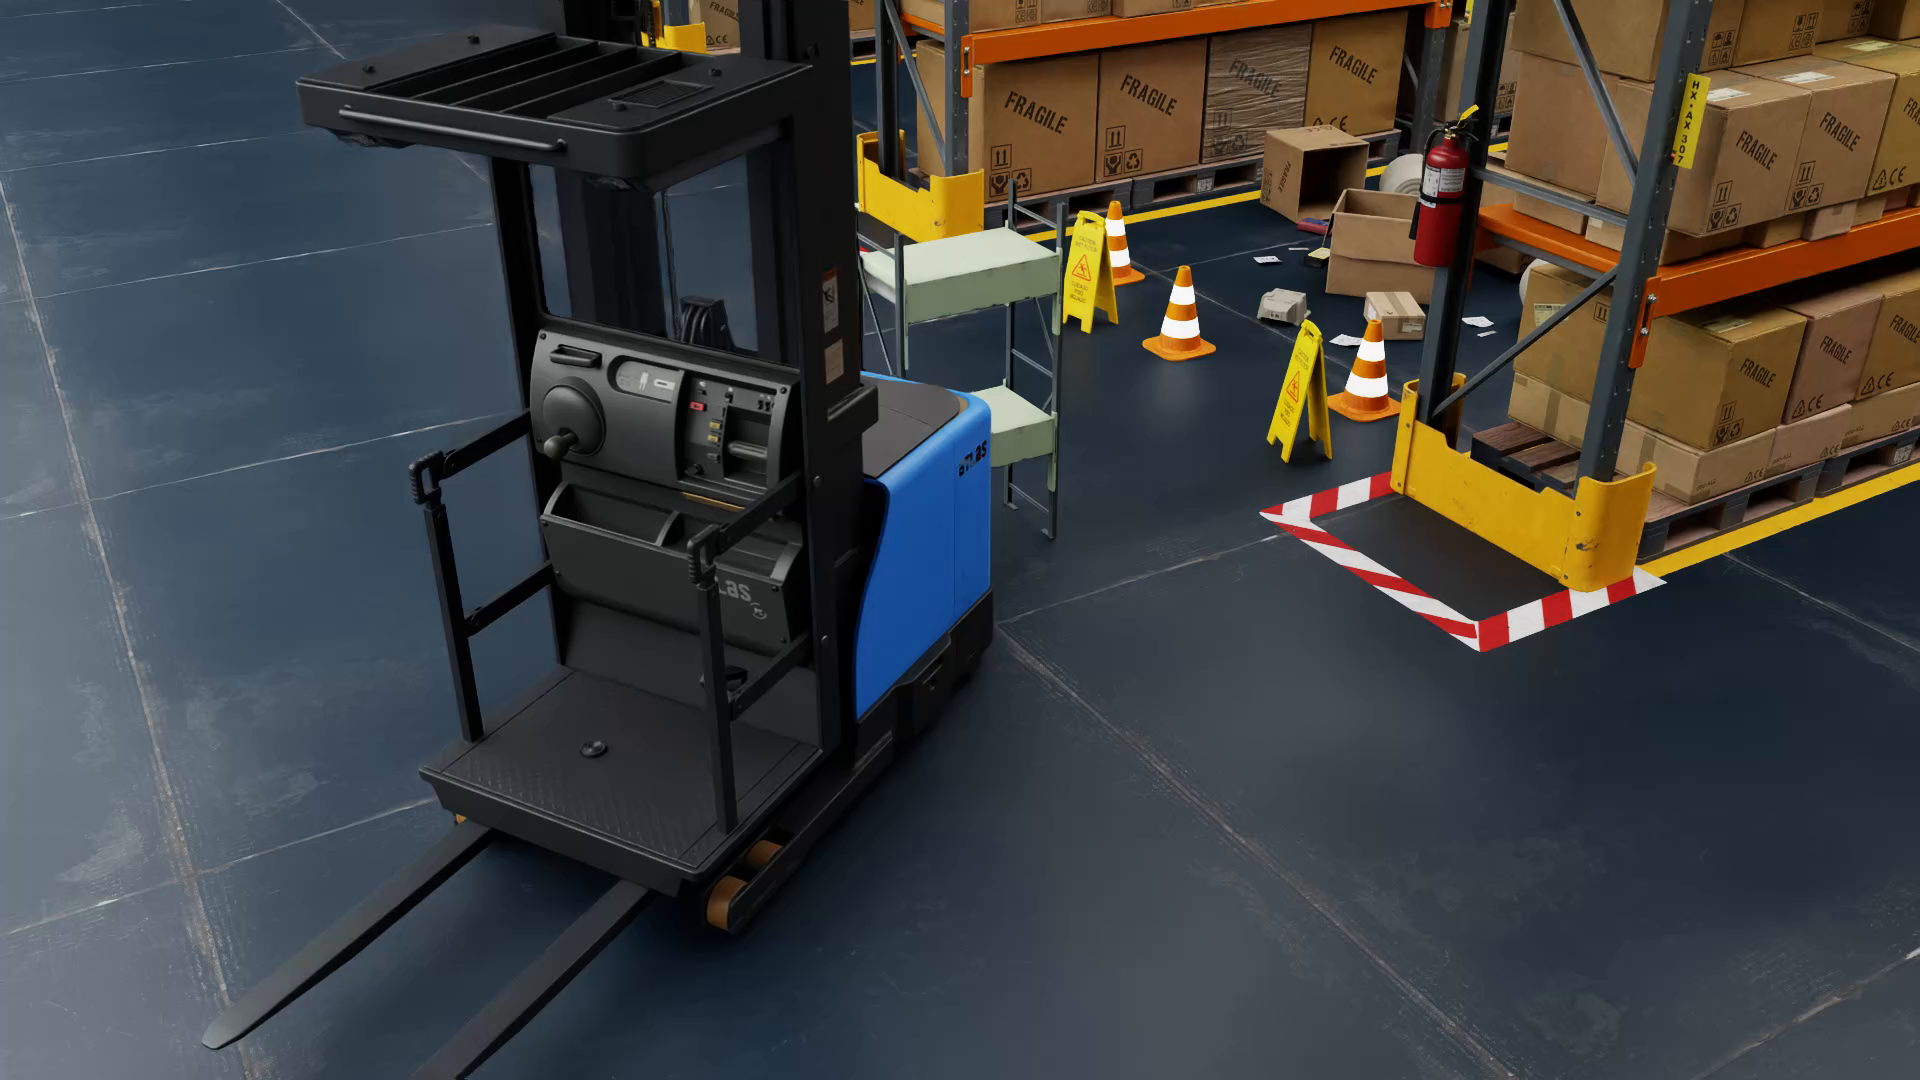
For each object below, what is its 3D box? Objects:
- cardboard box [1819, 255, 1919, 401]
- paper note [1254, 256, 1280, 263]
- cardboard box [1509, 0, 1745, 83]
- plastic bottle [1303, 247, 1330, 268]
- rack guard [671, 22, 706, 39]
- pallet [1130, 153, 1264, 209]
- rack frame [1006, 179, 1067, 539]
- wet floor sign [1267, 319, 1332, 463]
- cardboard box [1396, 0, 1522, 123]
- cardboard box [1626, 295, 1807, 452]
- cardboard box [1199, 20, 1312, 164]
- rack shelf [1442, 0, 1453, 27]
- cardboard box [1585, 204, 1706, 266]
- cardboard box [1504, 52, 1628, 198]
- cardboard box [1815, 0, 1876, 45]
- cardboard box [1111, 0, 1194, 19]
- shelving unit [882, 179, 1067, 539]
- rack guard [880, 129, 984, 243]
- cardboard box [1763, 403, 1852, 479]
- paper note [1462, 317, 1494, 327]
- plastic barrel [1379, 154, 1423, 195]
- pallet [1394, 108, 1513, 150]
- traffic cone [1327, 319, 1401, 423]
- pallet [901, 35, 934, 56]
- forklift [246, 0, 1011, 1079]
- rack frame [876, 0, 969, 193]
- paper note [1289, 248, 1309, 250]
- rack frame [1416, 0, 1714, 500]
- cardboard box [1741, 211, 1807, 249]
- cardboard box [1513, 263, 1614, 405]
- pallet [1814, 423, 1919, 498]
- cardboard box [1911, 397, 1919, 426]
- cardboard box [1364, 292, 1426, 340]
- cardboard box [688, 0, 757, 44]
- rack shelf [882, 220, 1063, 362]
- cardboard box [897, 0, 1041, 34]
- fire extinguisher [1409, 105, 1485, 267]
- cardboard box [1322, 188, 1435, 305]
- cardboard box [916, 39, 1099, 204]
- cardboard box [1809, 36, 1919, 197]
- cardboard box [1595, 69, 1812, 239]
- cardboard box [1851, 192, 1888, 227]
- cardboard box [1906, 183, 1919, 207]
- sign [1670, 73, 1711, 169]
[{"bbox_3d":[4.087,-0.998,7.589,0.500,0.500,0.500,-15,32,-25],"label":"cardboard box"},{"bbox_3d":[1.928,-1.755,10.401,0.142,0.017,0.144,-5,29,-9],"label":"paper note"},{"bbox_3d":[2.676,-2.180,6.650,0.500,0.500,0.700,-17,33,-28],"label":"cardboard box"},{"bbox_3d":[2.276,-1.777,10.406,0.133,0.061,0.283,22,36,34],"label":"plastic bottle"},{"bbox_3d":[-2.609,-4.405,14.714,0.348,0.500,1.175,-16,33,-26],"label":"rack guard"},{"bbox_3d":[1.452,-2.694,11.913,1.213,0.211,1.003,-16,33,-26],"label":"pallet"},{"bbox_3d":[0.310,-0.745,7.047,0.023,1.500,0.400,-16,33,-26],"label":"rack frame"},{"bbox_3d":[1.640,-0.721,7.888,0.232,0.644,0.267,-5,29,-9],"label":"wet floor sign"},{"bbox_3d":[3.690,-3.757,12.847,0.750,0.750,1.050,-16,33,-27],"label":"cardboard box"},{"bbox_3d":[3.202,-0.749,7.138,0.500,0.500,0.500,-17,33,-28],"label":"cardboard box"},{"bbox_3d":[1.847,-3.275,11.845,0.875,0.875,0.875,-16,33,-26],"label":"cardboard box"},{"bbox_3d":[4.924,-4.543,13.123,4.000,0.370,1.077,-16,33,-26],"label":"rack shelf"},{"bbox_3d":[2.744,-1.239,6.651,0.250,0.149,0.380,-16,33,-26],"label":"cardboard box"},{"bbox_3d":[2.675,-1.774,6.949,0.500,0.500,0.500,-16,33,-27],"label":"cardboard box"},{"bbox_3d":[3.504,-2.469,7.172,0.500,0.500,0.700,-16,33,-27],"label":"cardboard box"},{"bbox_3d":[1.058,-3.793,10.864,0.550,0.550,0.875,-16,33,-26],"label":"cardboard box"},{"bbox_3d":[-0.006,-0.655,6.885,0.755,1.500,0.431,-16,33,-26],"label":"shelving unit"},{"bbox_3d":[-0.269,-2.289,10.881,0.348,0.500,1.175,-16,33,-26],"label":"rack guard"},{"bbox_3d":[3.626,-0.536,7.529,0.500,0.250,0.500,-15,32,-25],"label":"cardboard box"},{"bbox_3d":[2.961,-1.253,9.501,0.142,0.019,0.148,-5,29,-9],"label":"paper note"},{"bbox_3d":[2.999,-2.324,11.023,0.421,0.421,0.512,5,29,8],"label":"plastic barrel"},{"bbox_3d":[3.827,-3.368,13.135,1.213,0.211,1.003,-16,33,-26],"label":"pallet"},{"bbox_3d":[2.064,-0.884,8.373,0.334,0.463,0.336,-16,33,-26],"label":"traffic cone"},{"bbox_3d":[-0.840,-4.759,15.655,1.213,0.211,1.003,-16,33,-26],"label":"pallet"},{"bbox_3d":[-0.936,-0.399,4.940,1.130,2.935,3.031,14,32,24],"label":"forklift"},{"bbox_3d":[-0.249,-3.390,10.288,0.127,3.000,1.000,-16,33,-26],"label":"rack frame"},{"bbox_3d":[2.160,-1.857,10.604,0.123,0.001,0.032,0,29,0],"label":"paper note"},{"bbox_3d":[2.346,-1.352,6.596,0.127,3.000,1.000,-16,33,-26],"label":"rack frame"},{"bbox_3d":[3.224,-1.338,6.830,0.250,0.149,0.380,-17,33,-28],"label":"cardboard box"},{"bbox_3d":[2.905,-0.965,7.530,0.500,0.500,0.500,-16,33,-26],"label":"cardboard box"},{"bbox_3d":[4.181,-0.631,8.175,1.213,0.211,1.003,-16,33,-26],"label":"pallet"},{"bbox_3d":[4.527,-0.798,8.002,0.500,0.250,0.500,-15,32,-26],"label":"cardboard box"},{"bbox_3d":[2.452,-1.266,9.391,0.250,0.149,0.380,0,29,0],"label":"cardboard box"},{"bbox_3d":[-2.127,-4.716,14.843,0.500,0.500,0.500,-10,30,-17],"label":"cardboard box"},{"bbox_3d":[-0.006,-0.997,6.696,0.720,0.370,0.431,-16,33,-26],"label":"rack shelf"},{"bbox_3d":[0.048,-3.565,10.450,0.550,0.550,0.875,-16,33,-26],"label":"cardboard box"},{"bbox_3d":[2.014,-1.482,6.912,0.183,0.674,0.296,-16,33,-26],"label":"fire extinguisher"},{"bbox_3d":[2.578,-1.744,9.889,0.797,0.503,0.637,10,30,17],"label":"cardboard box"},{"bbox_3d":[0.303,-2.837,11.050,0.875,0.875,0.875,-16,33,-26],"label":"cardboard box"},{"bbox_3d":[3.779,-1.780,6.960,0.500,0.500,0.500,-17,33,-27],"label":"cardboard box"},{"bbox_3d":[2.895,-1.527,6.501,0.500,0.500,0.500,-16,33,-27],"label":"cardboard box"},{"bbox_3d":[3.673,-1.458,7.048,0.250,0.149,0.380,-15,32,-25],"label":"cardboard box"},{"bbox_3d":[4.112,-1.600,7.305,0.250,0.149,0.380,-17,33,-28],"label":"cardboard box"},{"bbox_3d":[2.621,-1.505,5.977,0.005,0.325,0.100,-16,33,-26],"label":"sign"}]
